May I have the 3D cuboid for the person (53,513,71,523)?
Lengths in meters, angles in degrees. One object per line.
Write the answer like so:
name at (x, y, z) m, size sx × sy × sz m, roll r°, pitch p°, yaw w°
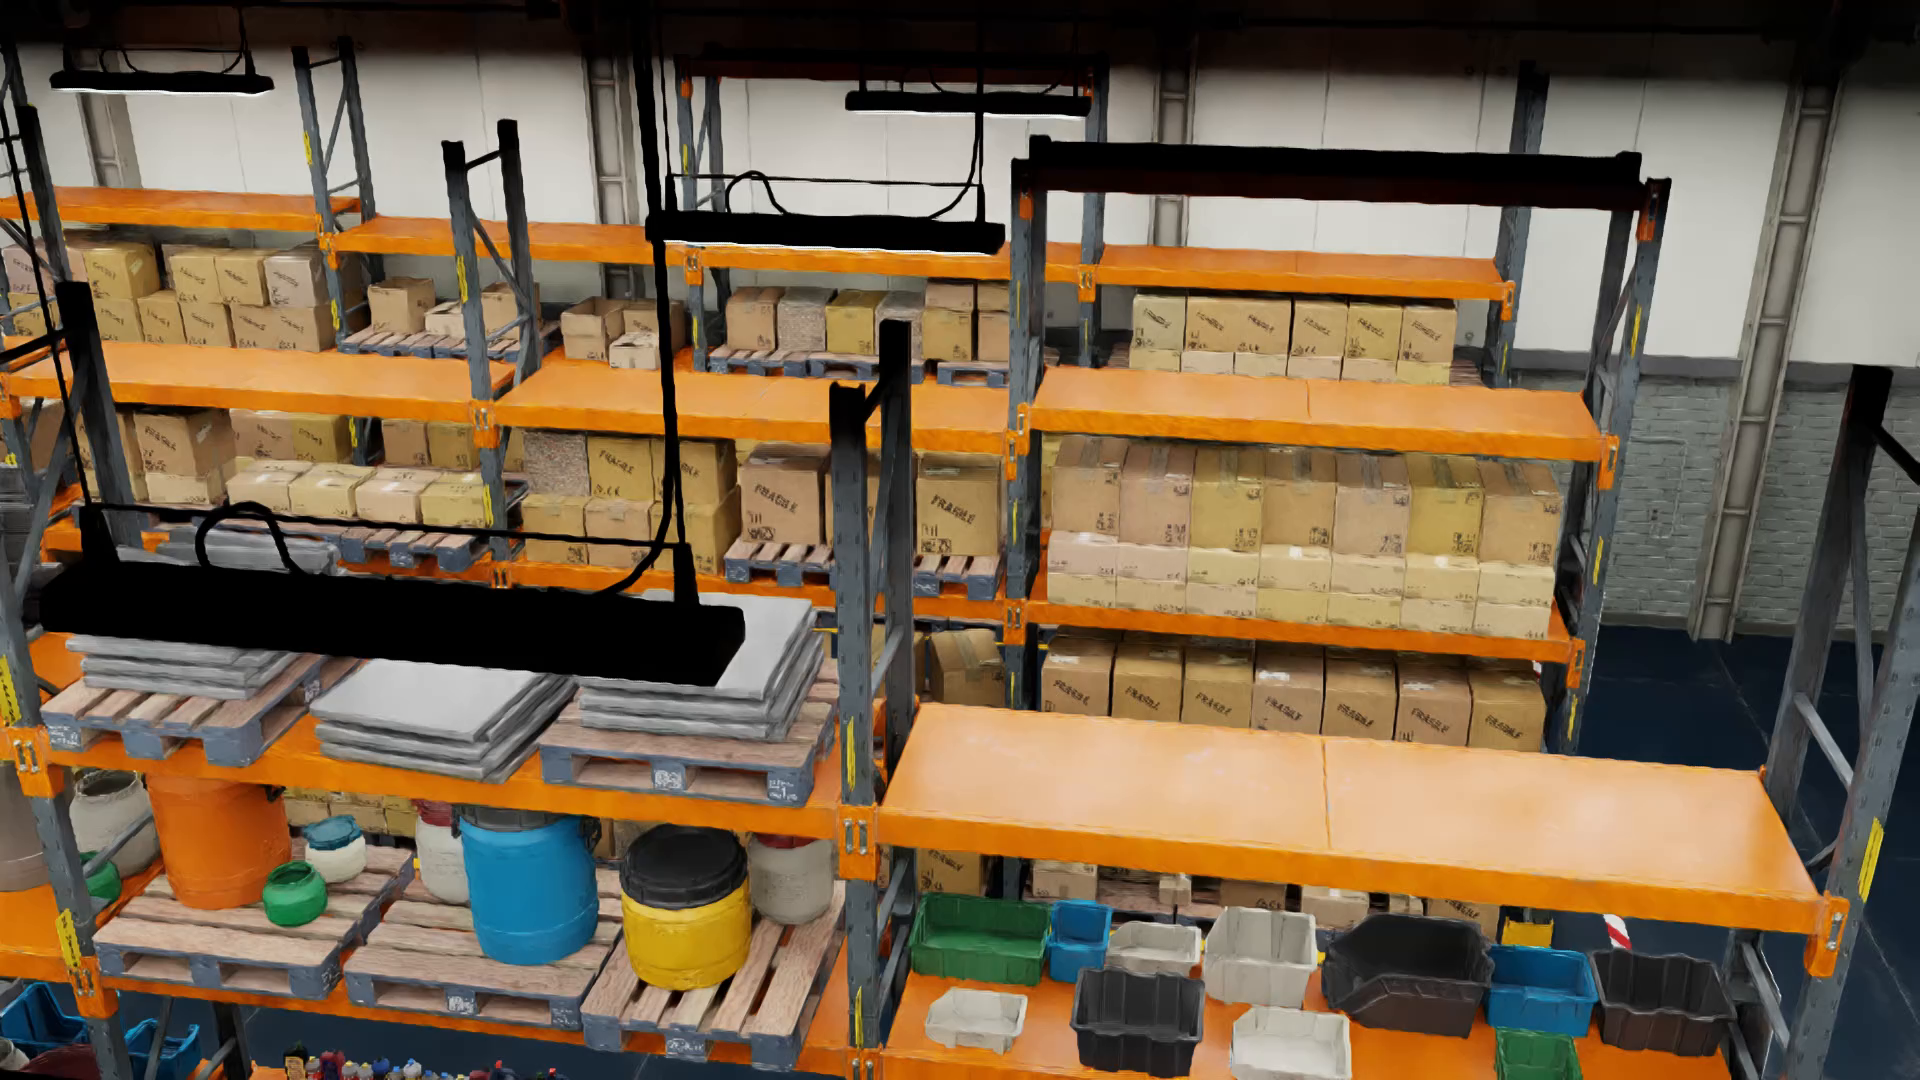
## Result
person at (-9.303, 0.304, 17.654) m, size 0.716 × 1.540 × 0.561 m, roll -5°, pitch 23°, yaw -11°
